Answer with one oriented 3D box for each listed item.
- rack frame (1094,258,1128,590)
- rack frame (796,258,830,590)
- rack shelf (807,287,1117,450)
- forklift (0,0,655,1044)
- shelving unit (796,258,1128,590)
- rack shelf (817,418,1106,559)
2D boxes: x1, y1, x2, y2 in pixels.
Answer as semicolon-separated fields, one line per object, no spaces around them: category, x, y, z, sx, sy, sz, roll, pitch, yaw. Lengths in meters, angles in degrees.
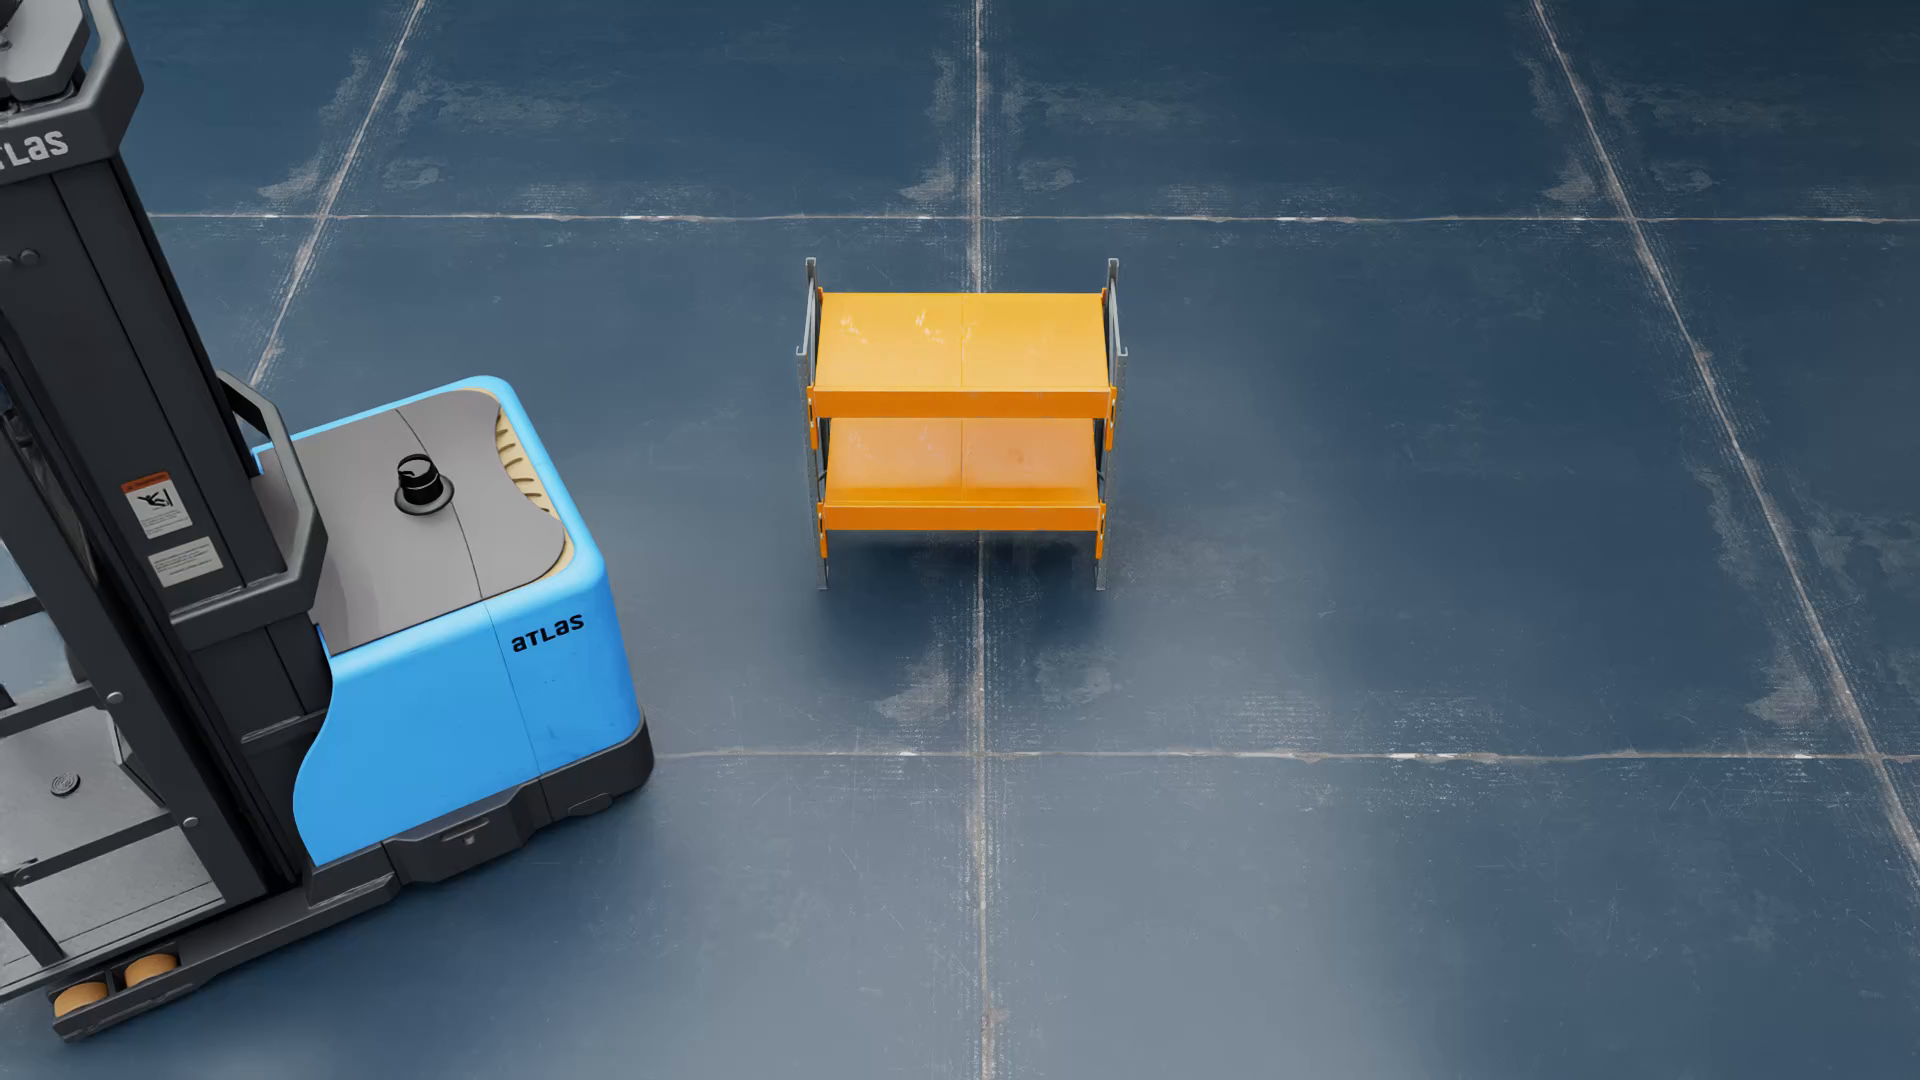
rack frame;0.515;-0.382;5.837;0.032;1.125;0.500;0;47;0
rack frame;-0.502;-0.385;5.840;0.032;1.125;0.500;0;47;0
rack shelf;0.007;-0.583;5.624;1.000;0.278;0.538;0;47;0
forklift;-2.548;0.011;4.238;3.031;2.935;1.130;-22;51;-19
shelving unit;0.007;-0.383;5.838;1.048;1.125;0.538;0;47;0
rack shelf;0.007;-0.217;6.017;1.000;0.278;0.538;0;47;0
